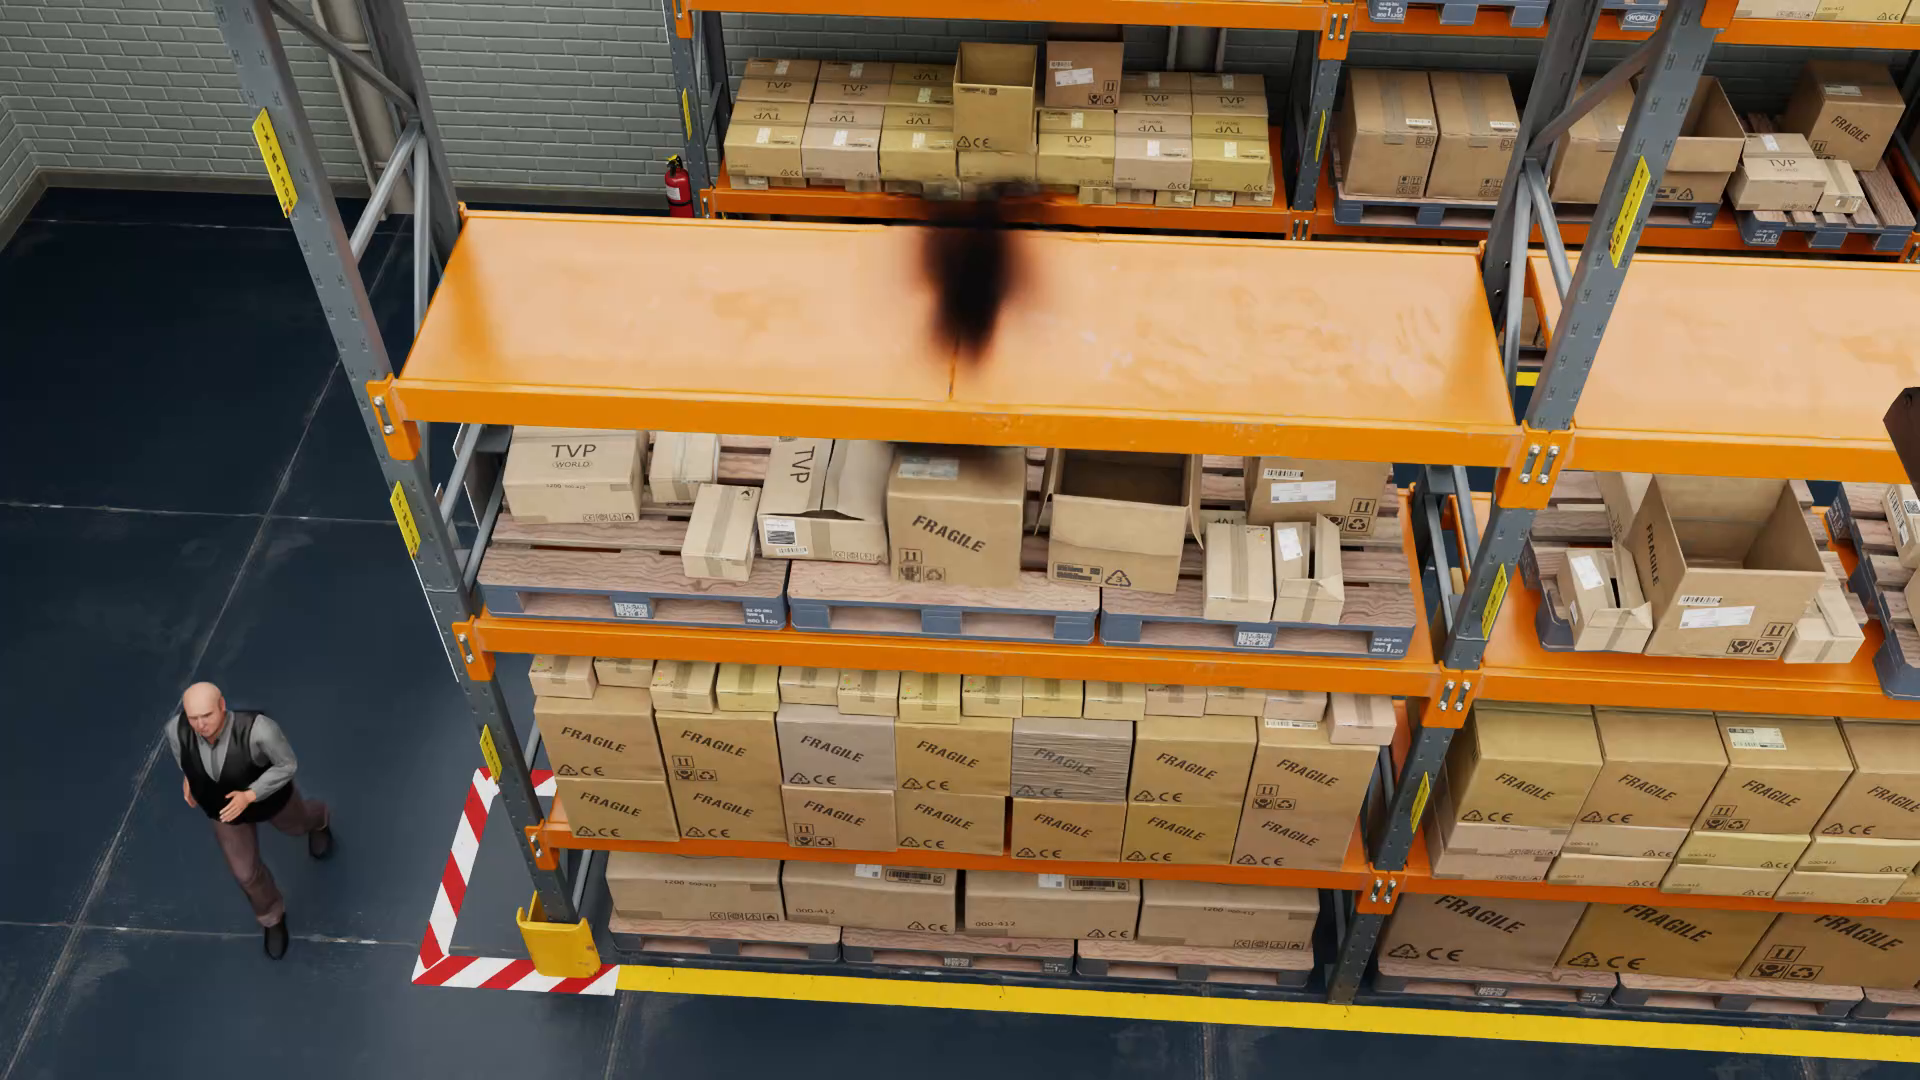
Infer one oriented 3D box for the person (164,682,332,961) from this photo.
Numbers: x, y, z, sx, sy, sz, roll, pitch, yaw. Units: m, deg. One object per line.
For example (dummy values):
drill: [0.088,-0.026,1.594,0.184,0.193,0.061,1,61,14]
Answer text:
person: [-3.569,1.309,8.383,0.651,1.765,0.844,-6,48,-5]
